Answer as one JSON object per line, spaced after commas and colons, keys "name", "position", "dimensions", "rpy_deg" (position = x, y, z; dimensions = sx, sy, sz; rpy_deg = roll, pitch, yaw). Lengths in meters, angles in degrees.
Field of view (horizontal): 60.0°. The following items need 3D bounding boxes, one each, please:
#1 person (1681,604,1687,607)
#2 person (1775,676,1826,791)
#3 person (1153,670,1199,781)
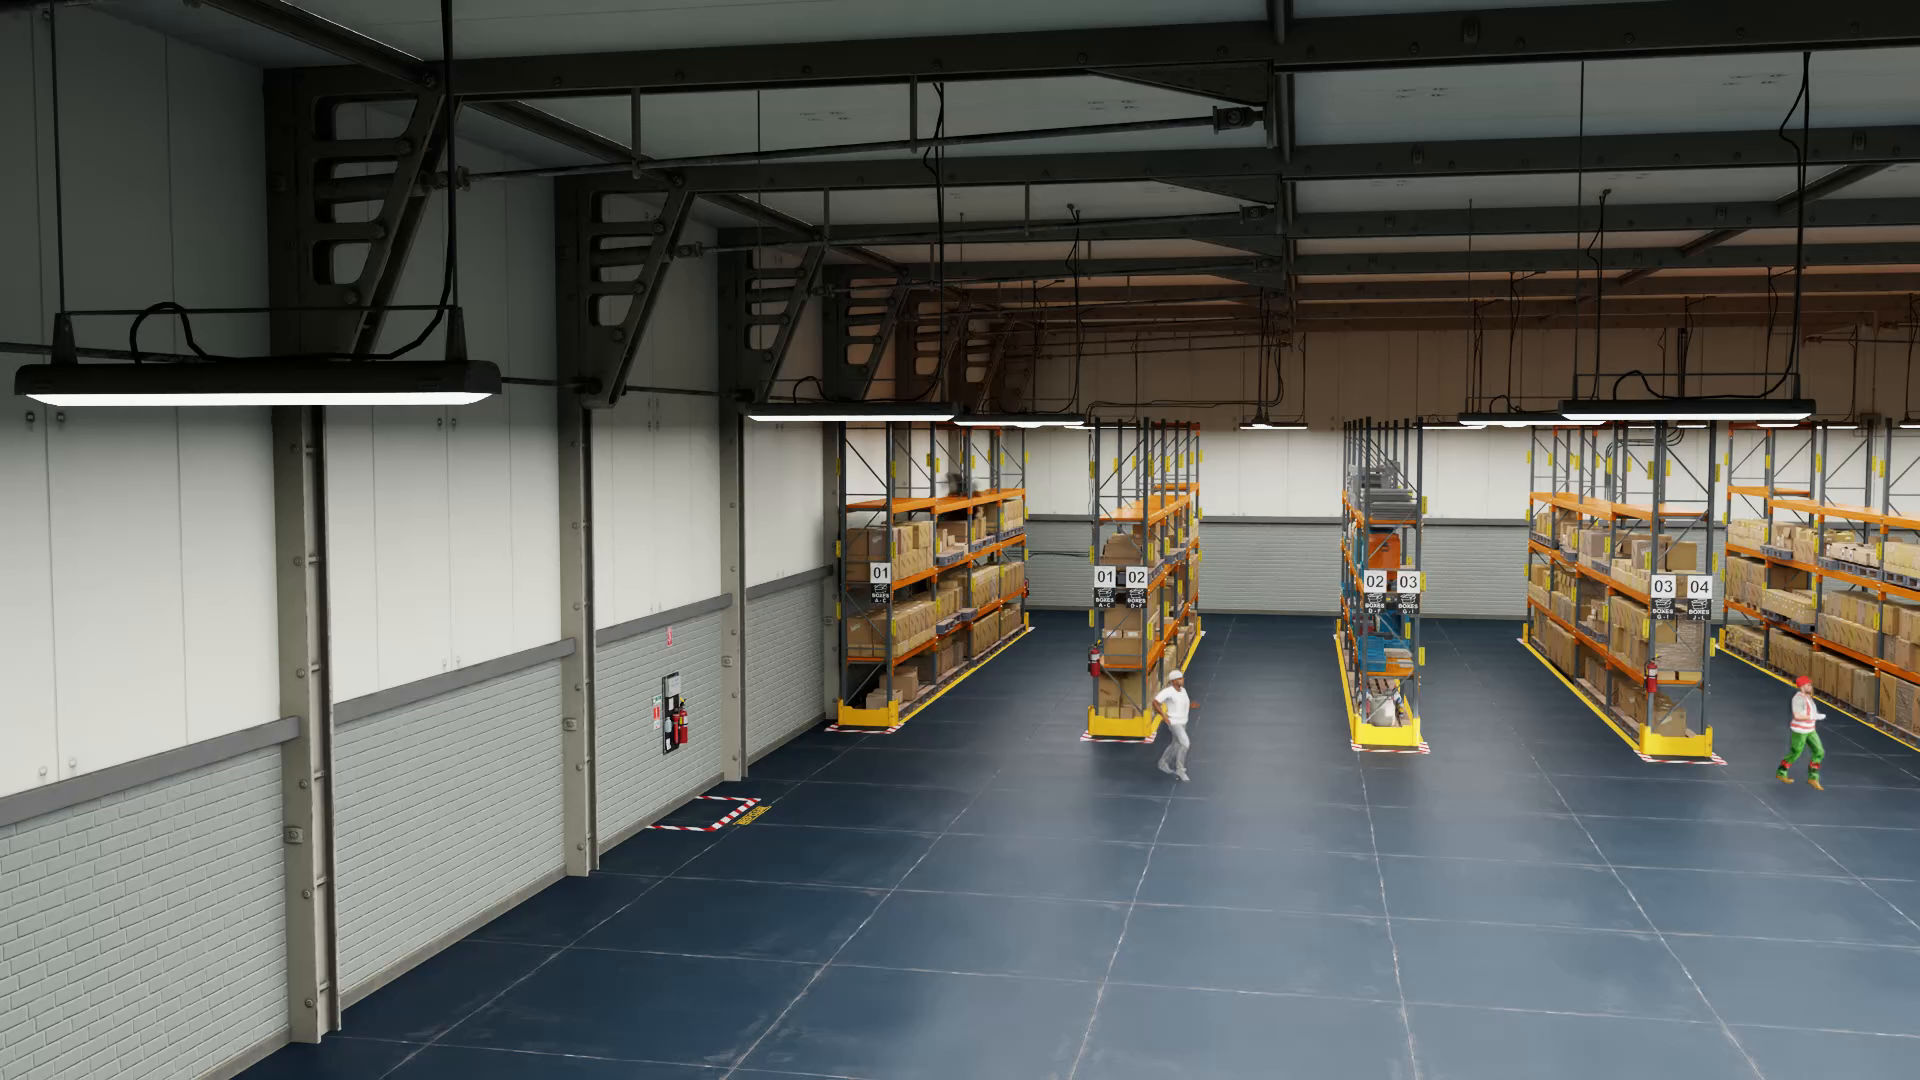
{"name": "person", "position": [17.410, 2.201, 40.091], "dimensions": [0.705, 1.775, 1.034], "rpy_deg": [1, 4, 12]}
{"name": "person", "position": [13.512, 3.100, 26.678], "dimensions": [0.633, 1.848, 0.793], "rpy_deg": [-3, 5, -37]}
{"name": "person", "position": [3.582, 3.062, 27.485], "dimensions": [0.722, 1.830, 0.675], "rpy_deg": [3, 4, 34]}
